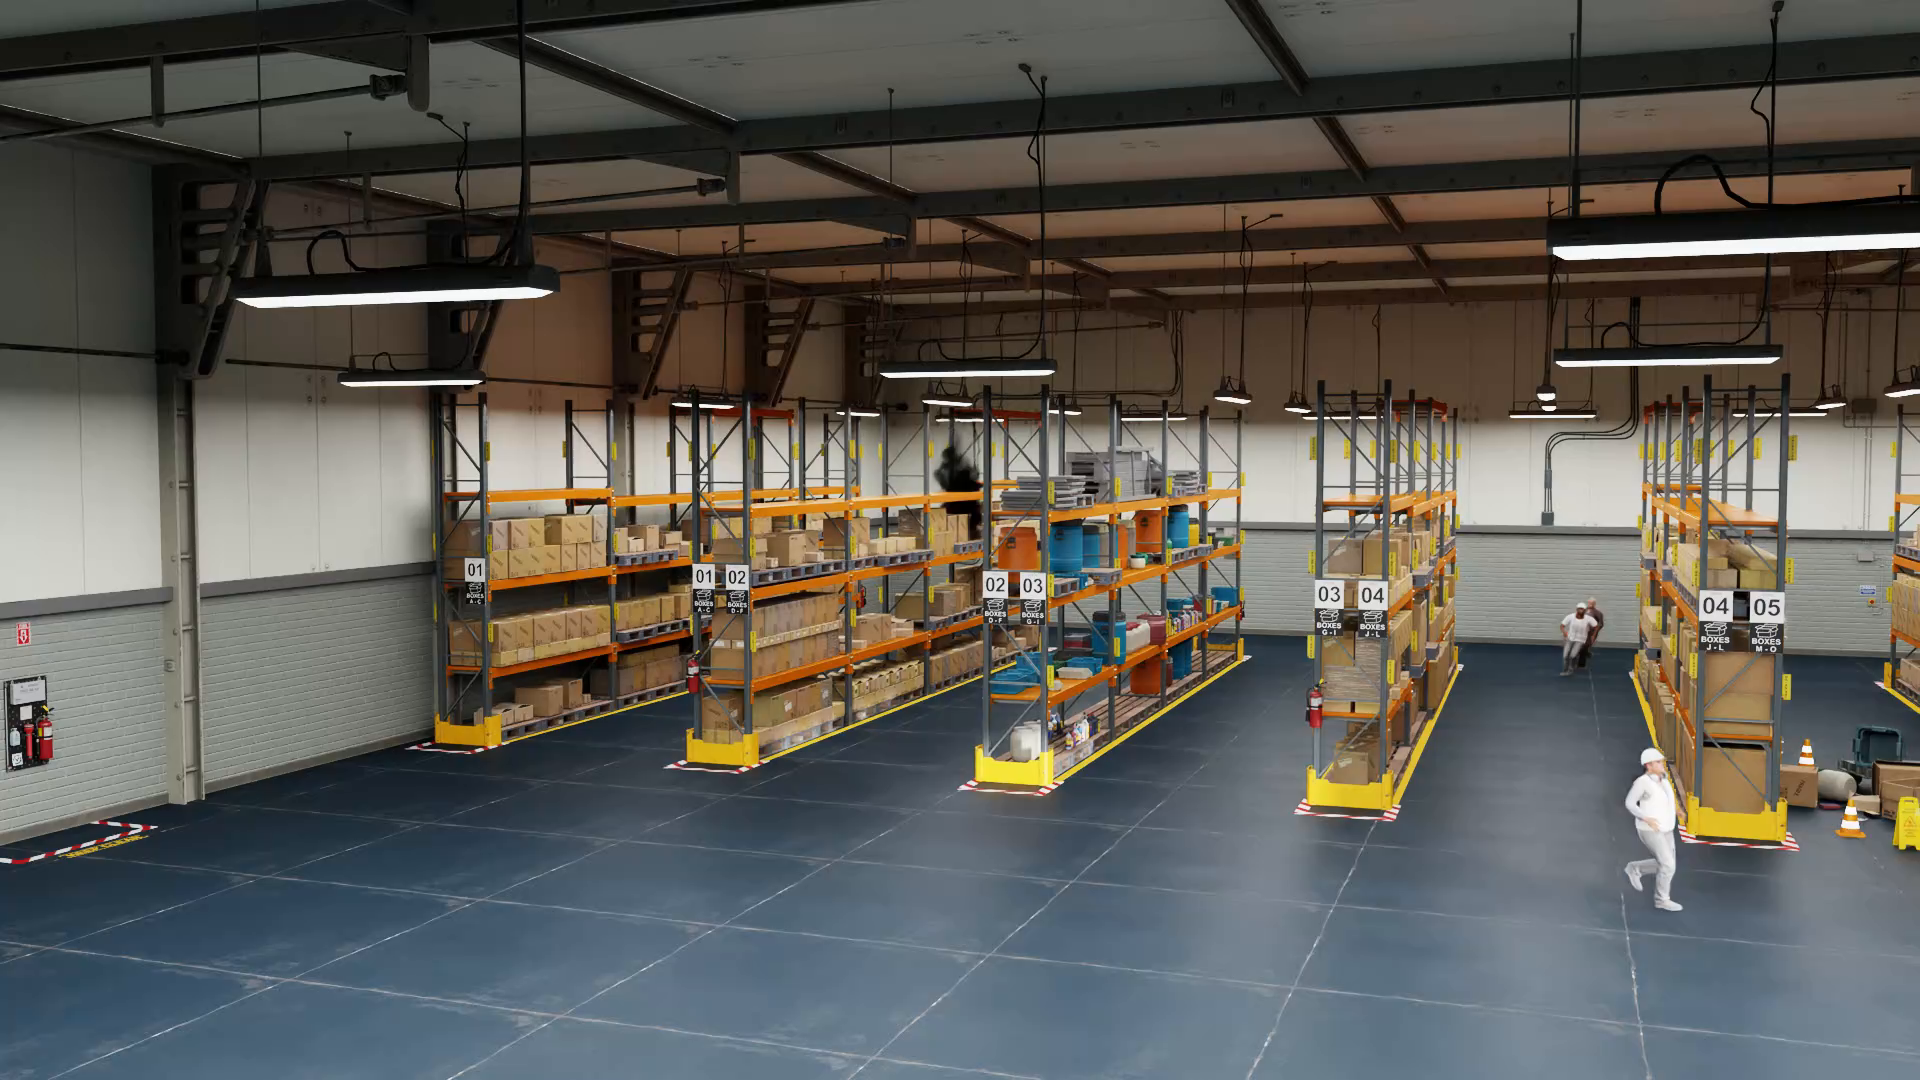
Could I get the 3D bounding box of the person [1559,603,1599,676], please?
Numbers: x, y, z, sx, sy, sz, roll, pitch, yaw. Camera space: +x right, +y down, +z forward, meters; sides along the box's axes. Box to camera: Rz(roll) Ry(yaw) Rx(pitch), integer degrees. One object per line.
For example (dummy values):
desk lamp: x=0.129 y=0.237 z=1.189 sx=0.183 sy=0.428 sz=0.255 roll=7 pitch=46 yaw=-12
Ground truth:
person: x=13.648 y=2.210 z=36.761 sx=0.812 sy=1.660 sz=0.607 roll=2 pitch=4 yaw=35

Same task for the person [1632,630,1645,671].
person: x=15.681 y=2.175 z=37.759 sx=0.709 sy=1.690 sz=0.664 roll=0 pitch=3 yaw=6

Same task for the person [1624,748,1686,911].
person: x=7.619 y=3.161 z=18.304 sx=0.665 sy=1.732 sz=0.753 roll=-2 pitch=4 yaw=-36

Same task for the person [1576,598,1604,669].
person: x=14.359 y=2.142 z=37.935 sx=0.645 sy=1.676 sz=0.777 roll=-1 pitch=3 yaw=-24
